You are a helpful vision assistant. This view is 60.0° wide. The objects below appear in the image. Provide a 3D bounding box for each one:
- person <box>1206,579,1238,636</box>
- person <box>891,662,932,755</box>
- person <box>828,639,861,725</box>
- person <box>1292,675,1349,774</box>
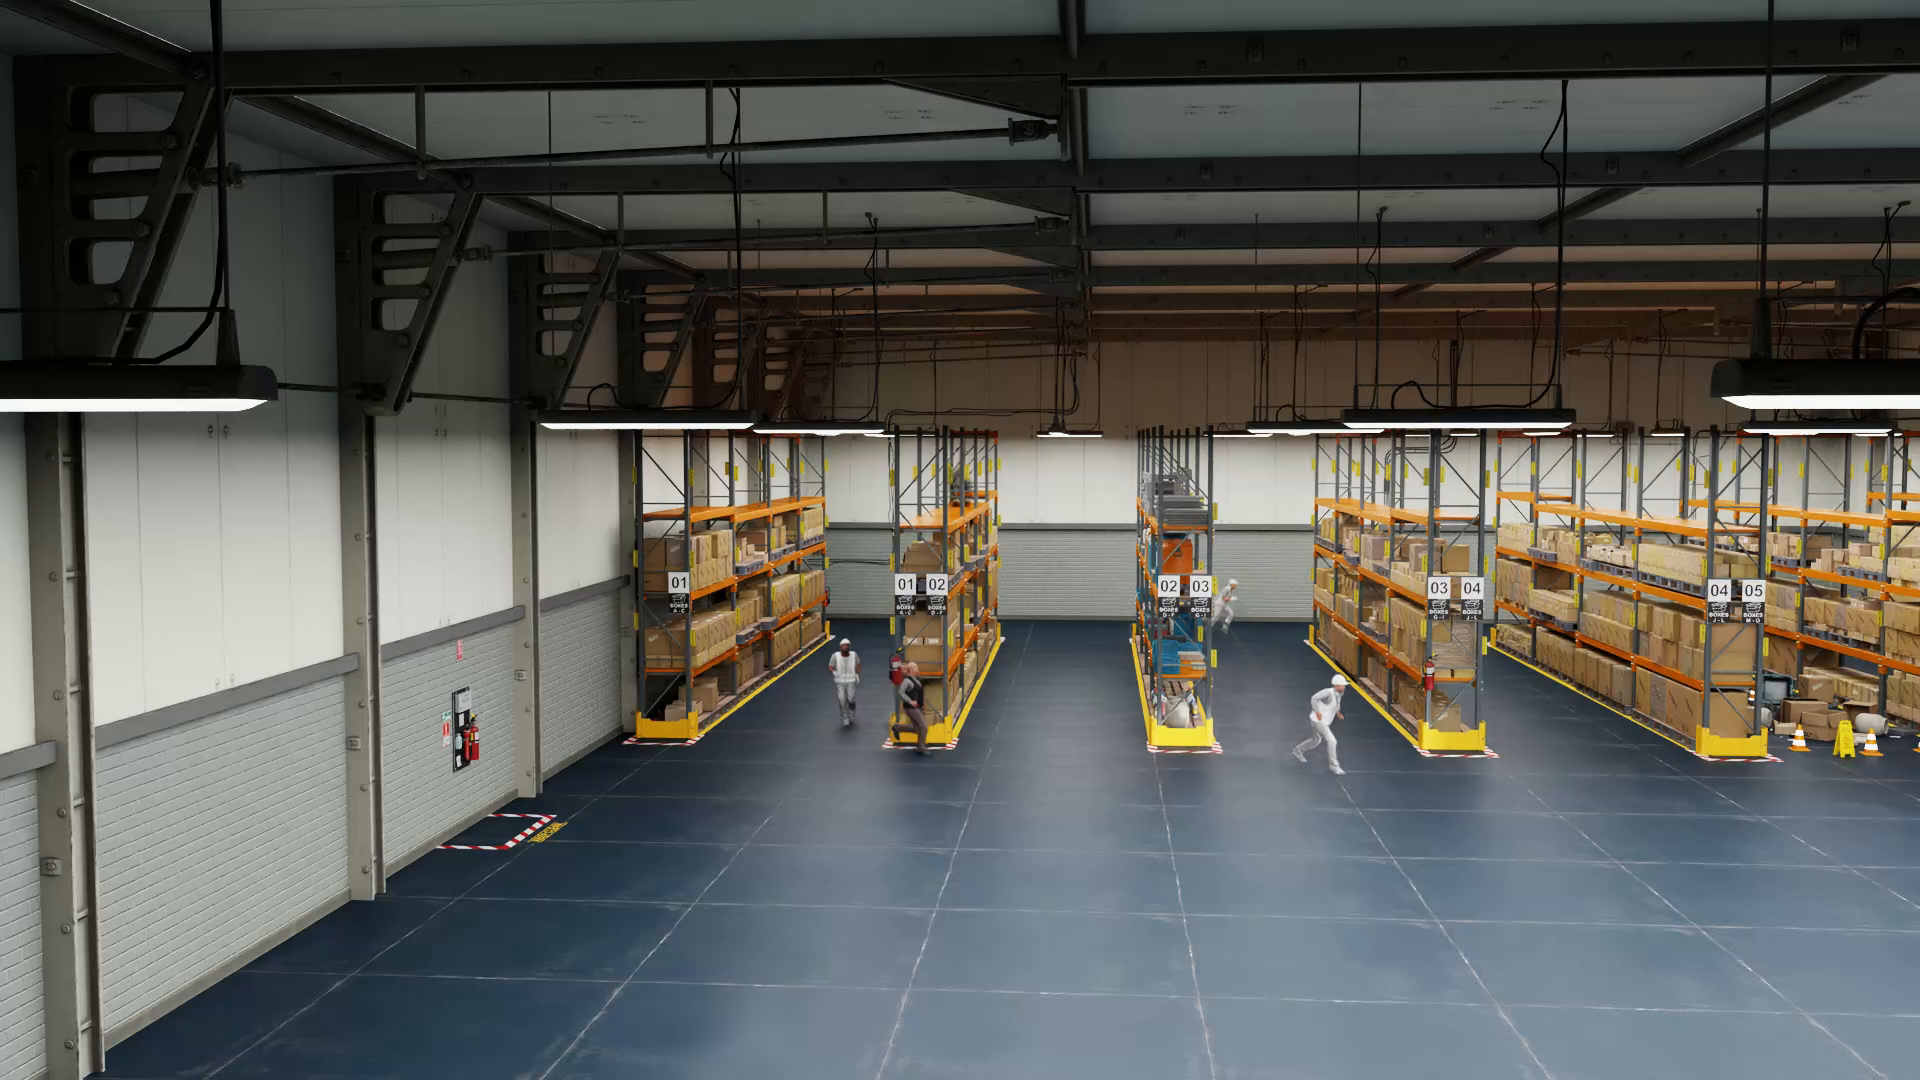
[{"bbox_3d":[7.713,1.978,48.852,0.994,1.695,0.703,2,4,29],"label":"person"},{"bbox_3d":[-0.898,3.077,30.375,0.817,1.695,0.662,1,4,16],"label":"person"},{"bbox_3d":[-2.305,2.850,33.284,0.660,1.746,0.611,0,3,-7],"label":"person"},{"bbox_3d":[6.213,3.167,28.773,1.050,1.731,0.697,3,5,41],"label":"person"}]
